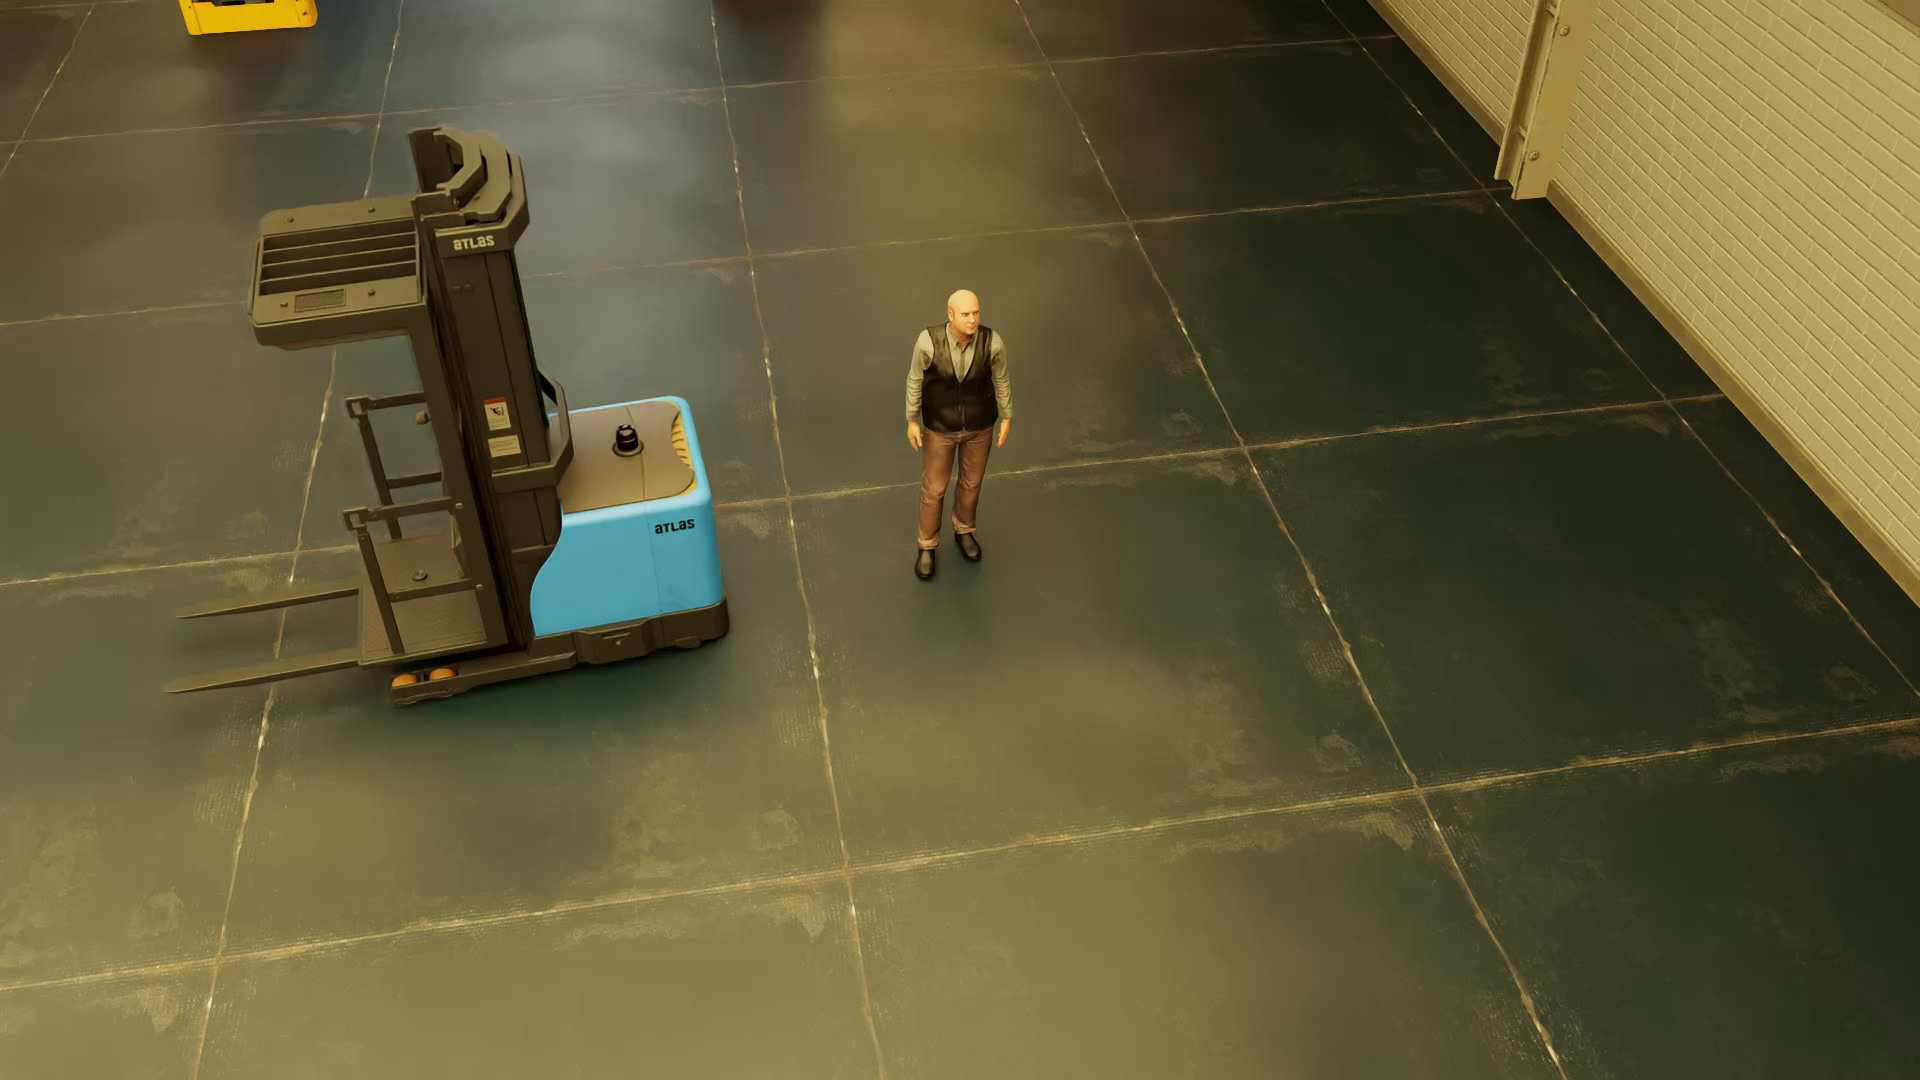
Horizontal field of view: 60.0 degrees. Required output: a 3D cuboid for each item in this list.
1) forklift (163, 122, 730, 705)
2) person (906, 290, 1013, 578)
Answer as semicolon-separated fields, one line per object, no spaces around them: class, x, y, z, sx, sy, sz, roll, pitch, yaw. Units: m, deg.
forklift;-2.895;-0.593;8.655;3.031;2.935;1.130;-10;41;-11
person;0.004;-0.621;9.610;0.634;1.722;0.566;-7;41;-8
